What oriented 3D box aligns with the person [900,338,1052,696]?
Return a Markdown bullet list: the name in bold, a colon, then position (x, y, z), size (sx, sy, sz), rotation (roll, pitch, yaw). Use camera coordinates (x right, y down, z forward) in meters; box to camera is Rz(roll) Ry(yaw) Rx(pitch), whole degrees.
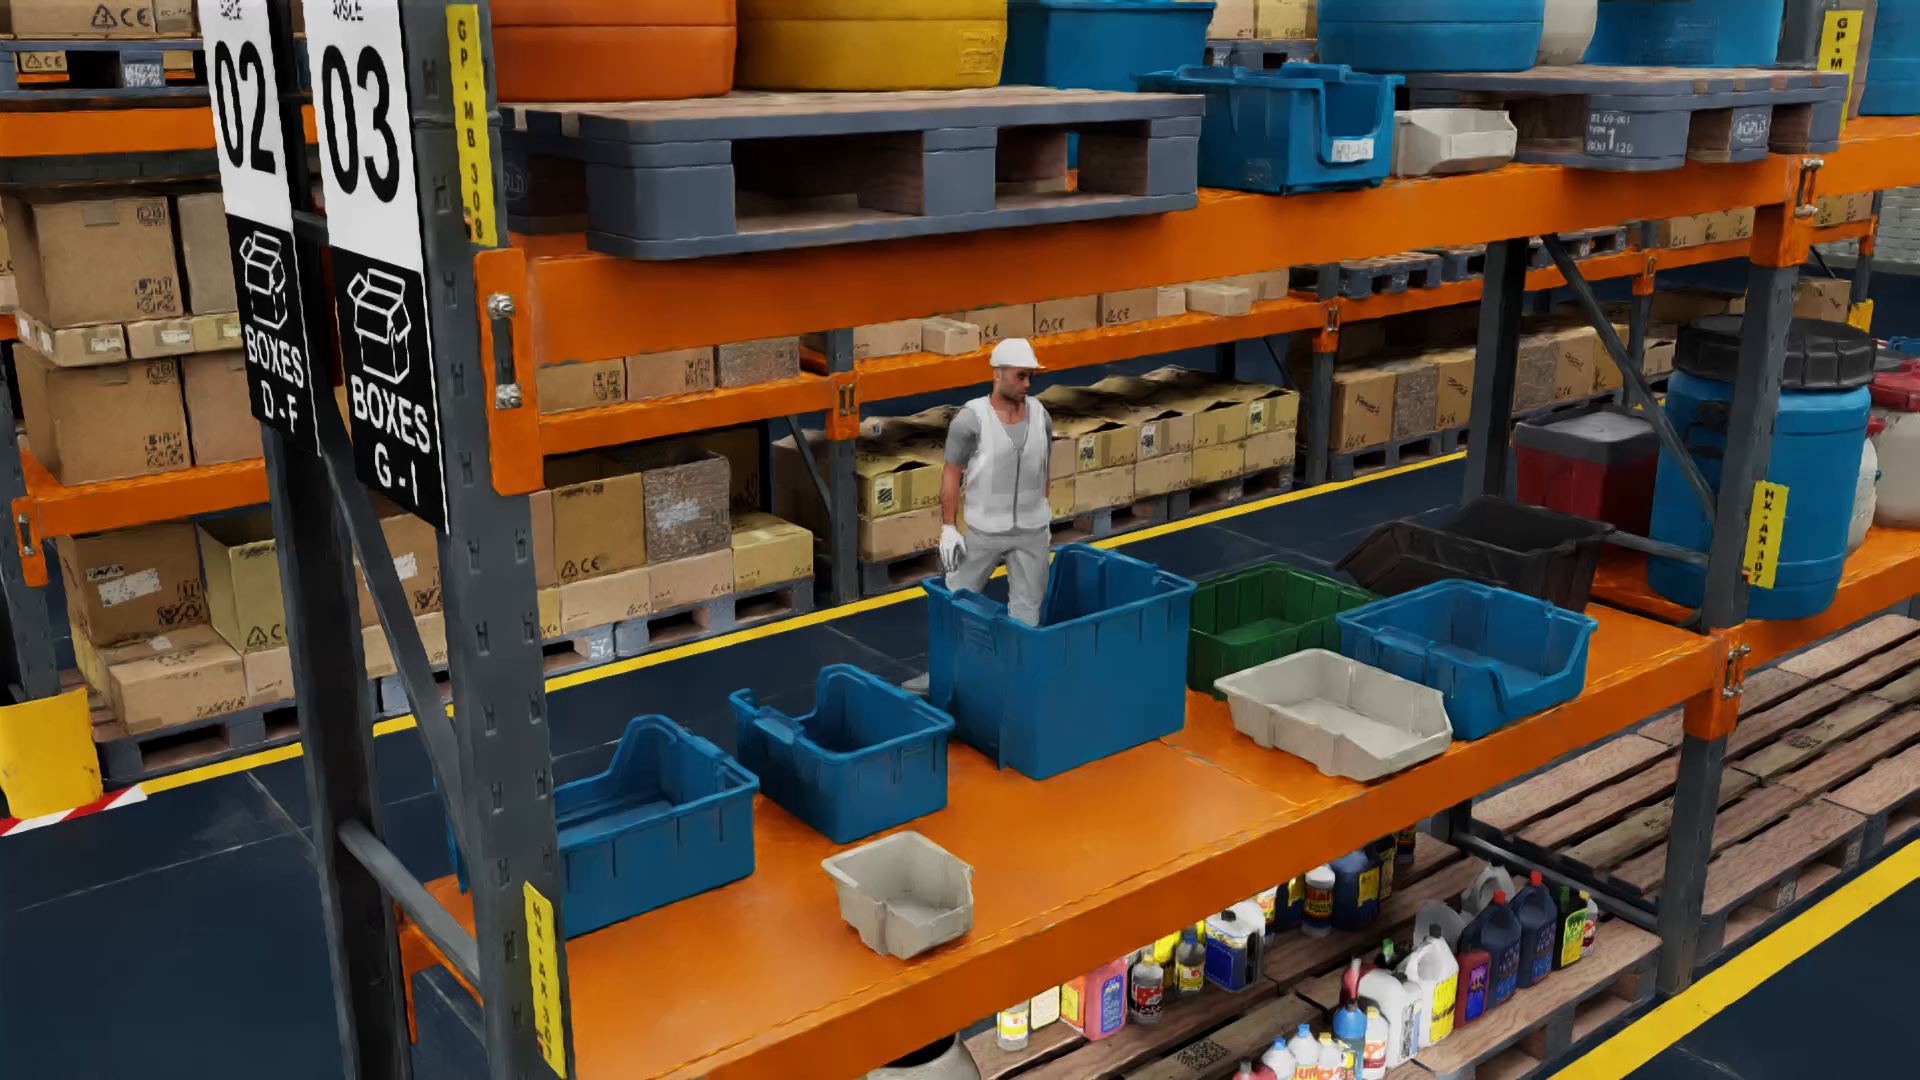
- **person**: position (0.089, -0.051, 7.683), size (0.701, 1.792, 0.489), rotation (-4, 18, -14)
